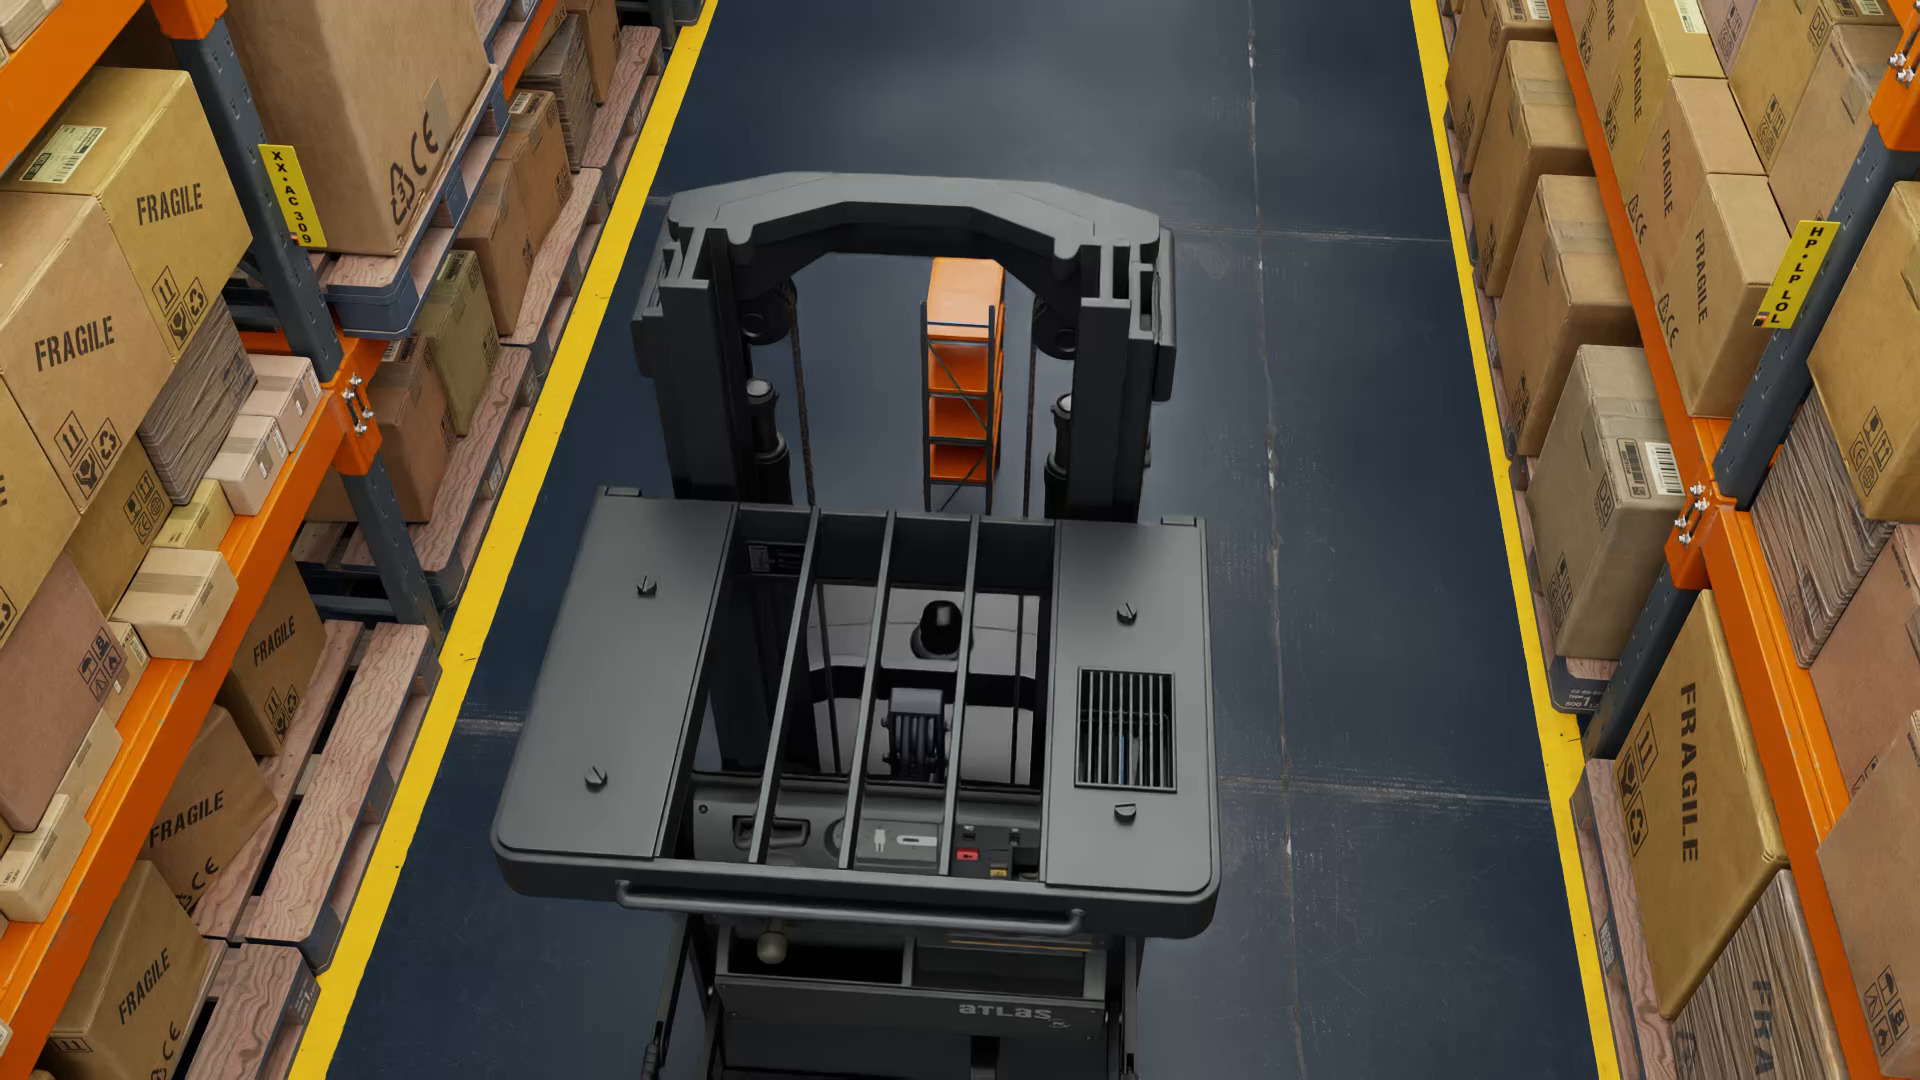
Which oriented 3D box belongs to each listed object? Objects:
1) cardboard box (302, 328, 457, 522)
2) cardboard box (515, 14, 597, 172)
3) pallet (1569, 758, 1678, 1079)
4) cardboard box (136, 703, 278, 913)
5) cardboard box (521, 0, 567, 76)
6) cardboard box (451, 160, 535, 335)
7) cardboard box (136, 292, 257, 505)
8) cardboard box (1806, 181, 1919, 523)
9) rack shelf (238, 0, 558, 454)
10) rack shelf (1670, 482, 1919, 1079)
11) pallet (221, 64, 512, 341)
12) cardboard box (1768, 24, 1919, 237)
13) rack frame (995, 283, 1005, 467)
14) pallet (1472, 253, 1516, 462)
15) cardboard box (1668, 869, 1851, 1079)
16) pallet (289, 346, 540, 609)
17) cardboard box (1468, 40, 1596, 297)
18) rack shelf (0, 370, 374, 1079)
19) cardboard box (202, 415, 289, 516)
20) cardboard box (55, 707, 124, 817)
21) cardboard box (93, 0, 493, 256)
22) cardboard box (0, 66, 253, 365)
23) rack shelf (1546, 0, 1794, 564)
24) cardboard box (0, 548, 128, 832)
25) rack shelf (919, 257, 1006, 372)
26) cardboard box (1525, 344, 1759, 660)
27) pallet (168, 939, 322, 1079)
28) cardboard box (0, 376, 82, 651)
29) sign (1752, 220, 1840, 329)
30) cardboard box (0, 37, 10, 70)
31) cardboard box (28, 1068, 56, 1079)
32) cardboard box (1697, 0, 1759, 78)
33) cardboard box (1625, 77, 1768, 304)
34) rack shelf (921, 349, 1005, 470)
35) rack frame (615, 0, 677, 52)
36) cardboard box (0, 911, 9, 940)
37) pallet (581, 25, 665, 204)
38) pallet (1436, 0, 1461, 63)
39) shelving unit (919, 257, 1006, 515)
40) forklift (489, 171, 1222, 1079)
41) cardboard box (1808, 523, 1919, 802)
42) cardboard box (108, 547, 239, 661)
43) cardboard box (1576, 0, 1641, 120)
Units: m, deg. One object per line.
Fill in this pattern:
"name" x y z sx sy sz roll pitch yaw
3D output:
"cardboard box" -2.260 -0.416 5.994 0.700 0.500 0.500 1 48 1
"cardboard box" -2.052 -2.004 7.446 0.700 0.500 0.500 0 48 0
"pallet" 2.445 1.241 4.972 1.003 0.211 1.213 4 48 4
"cardboard box" -2.459 0.753 4.938 0.500 0.500 0.500 18 50 16
"cardboard box" -2.042 -2.274 7.185 0.500 0.250 0.500 9 48 8
"cardboard box" -2.147 -1.177 6.689 0.700 0.500 0.500 0 48 0
"cardboard box" -2.440 -0.469 4.377 0.875 0.500 0.500 4 48 4
"cardboard box" 2.525 -0.400 3.750 0.875 0.550 0.550 4 48 4
"rack shelf" -2.155 -1.888 6.432 1.077 0.370 4.000 4 48 4
"rack shelf" 2.410 1.459 3.371 1.077 0.370 4.000 4 48 4
"pallet" -2.123 -1.149 5.398 1.003 0.211 1.213 4 48 4
"cardboard box" 2.632 -0.990 4.378 0.700 0.500 0.500 3 48 3
"rack frame" 0.037 -0.706 6.083 0.240 1.200 0.015 4 48 4
"pallet" 2.696 -0.784 6.824 1.003 0.211 1.213 4 48 4
"cardboard box" 2.387 1.442 4.054 0.875 0.875 0.875 4 48 4
"pallet" -2.268 -0.293 6.375 1.003 0.211 1.213 4 48 4
"cardboard box" 2.736 -1.492 6.821 1.050 0.750 0.750 5 48 4
"rack shelf" -2.520 1.051 3.744 1.077 0.370 4.000 4 48 4
"cardboard box" -2.097 -0.216 4.585 0.380 0.149 0.250 4 48 4
"cardboard box" -2.228 0.516 3.915 0.380 0.149 0.250 4 48 4
"cardboard box" -2.126 -1.580 4.971 1.000 1.000 1.000 4 48 4
"cardboard box" -2.105 -0.784 3.987 0.500 0.500 0.500 4 48 4
"rack shelf" 2.775 -1.481 6.059 1.077 0.370 4.000 4 48 4
"cardboard box" -2.466 0.270 3.701 0.875 0.500 0.500 4 48 4
"rack shelf" 0.015 -0.792 5.629 0.258 0.148 0.480 4 48 4
"cardboard box" 2.559 -0.098 5.547 1.050 0.750 0.750 4 48 3
"pallet" -2.472 1.674 4.576 1.003 0.211 1.213 4 48 4
"cardboard box" -2.195 -0.049 3.315 0.500 0.500 0.500 4 48 4
"sign" 2.051 -0.647 4.078 0.100 0.325 0.005 4 48 4
"cardboard box" -2.177 -0.888 3.098 0.500 0.250 0.500 5 48 5
"cardboard box" -2.532 1.622 4.144 0.500 0.500 0.500 8 48 7
"cardboard box" 2.723 -1.740 5.063 0.700 0.500 0.500 4 48 4
"cardboard box" 2.420 -1.060 5.119 0.500 0.500 0.500 3 48 3
"rack shelf" 0.015 -0.481 5.968 0.258 0.148 0.480 4 48 4
"rack frame" -1.973 -3.601 7.511 1.000 3.000 0.127 4 48 4
"cardboard box" -2.315 0.881 3.582 0.380 0.149 0.250 4 48 4
"pallet" -2.046 -2.086 8.015 1.003 0.211 1.213 4 48 4
"pallet" 3.030 -2.826 8.692 1.003 0.211 1.213 4 48 4
"shelving unit" 0.015 -0.527 5.919 0.258 1.200 0.503 4 48 4
"forklift" -0.130 0.849 3.487 1.130 2.935 3.031 3 48 3
"cardboard box" 2.543 0.373 3.774 0.875 0.550 0.550 4 48 4
"cardboard box" -2.091 0.155 4.246 0.380 0.149 0.250 4 48 4
"cardboard box" 2.510 -1.805 5.800 0.500 0.500 0.500 3 48 3
